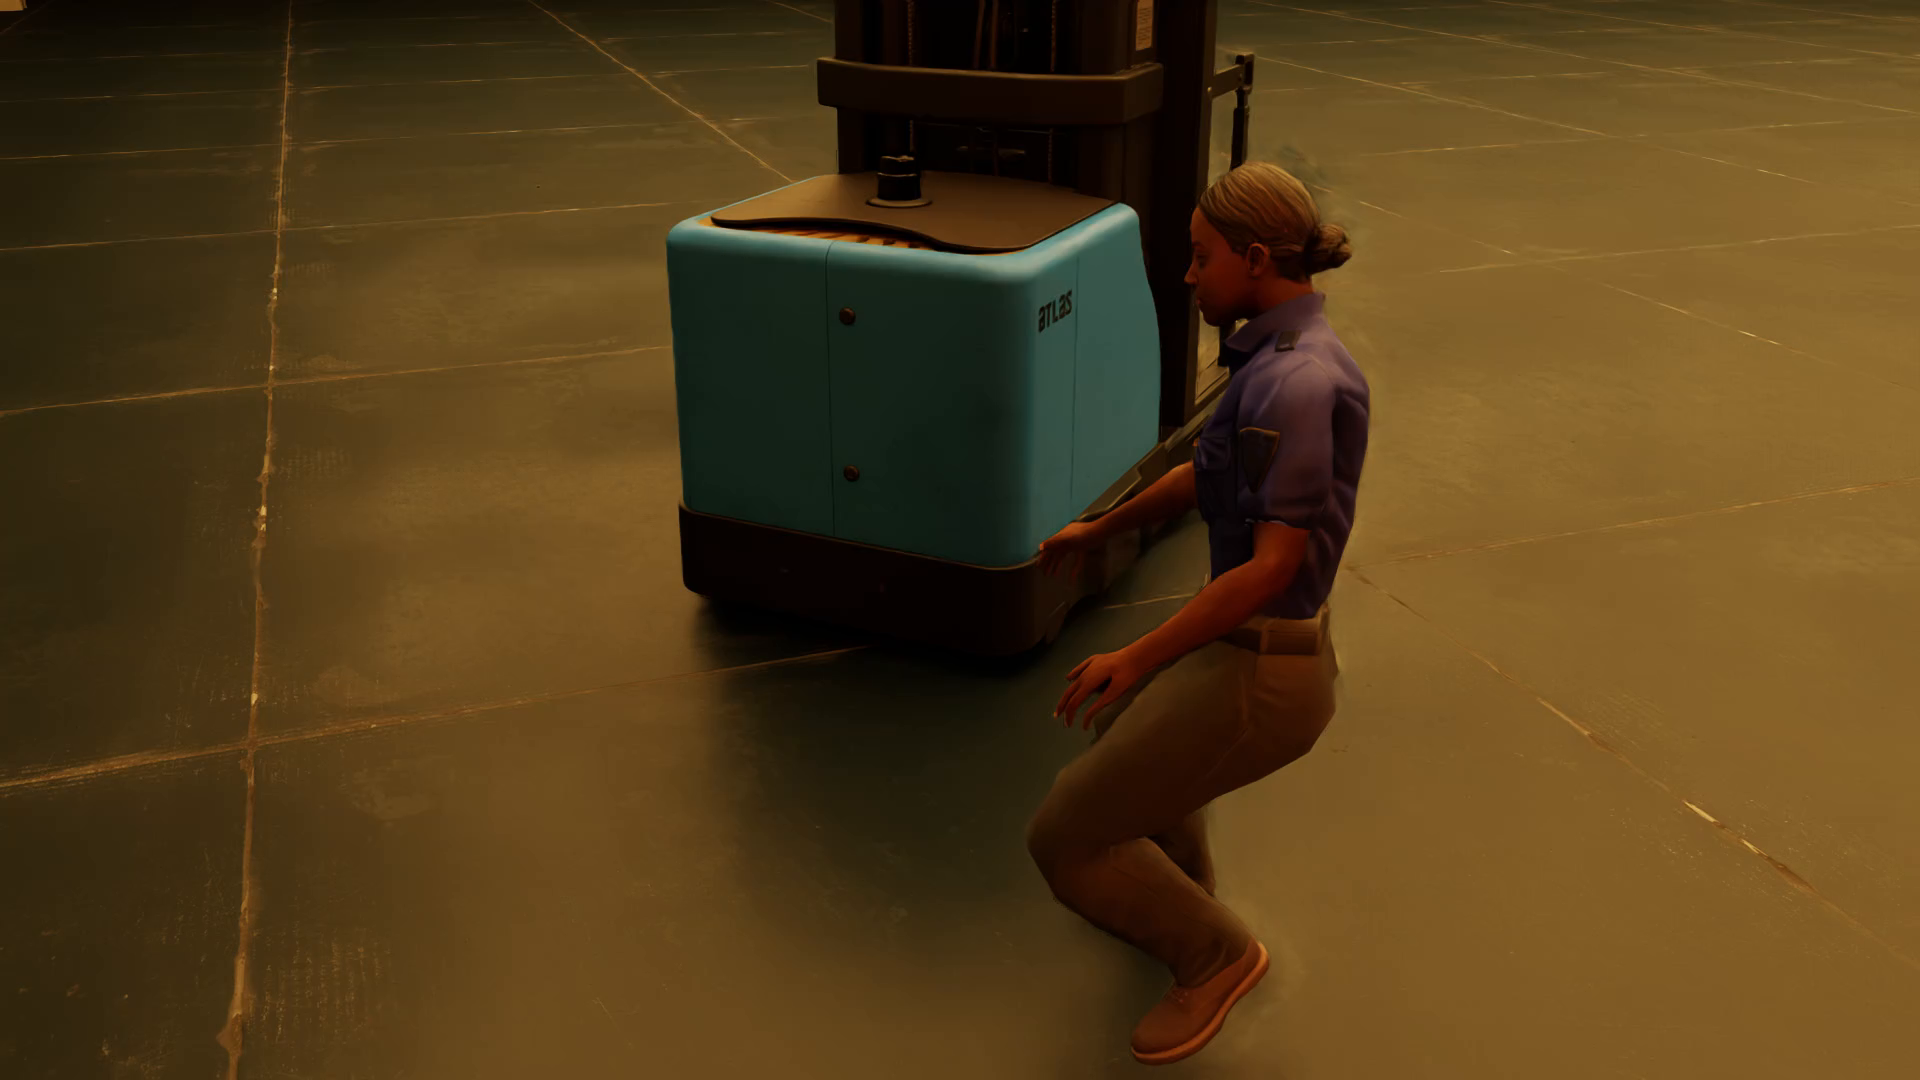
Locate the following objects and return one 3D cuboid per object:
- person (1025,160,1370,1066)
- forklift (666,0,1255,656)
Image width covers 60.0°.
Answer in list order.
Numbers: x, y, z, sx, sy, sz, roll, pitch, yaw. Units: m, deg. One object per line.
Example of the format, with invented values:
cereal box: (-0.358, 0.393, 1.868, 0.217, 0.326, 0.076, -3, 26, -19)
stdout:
person: (0.351, 0.153, 2.764, 0.565, 1.504, 0.718, 5, 23, 11)
forklift: (0.326, -1.595, 5.090, 1.130, 2.935, 3.031, 11, 25, 23)
